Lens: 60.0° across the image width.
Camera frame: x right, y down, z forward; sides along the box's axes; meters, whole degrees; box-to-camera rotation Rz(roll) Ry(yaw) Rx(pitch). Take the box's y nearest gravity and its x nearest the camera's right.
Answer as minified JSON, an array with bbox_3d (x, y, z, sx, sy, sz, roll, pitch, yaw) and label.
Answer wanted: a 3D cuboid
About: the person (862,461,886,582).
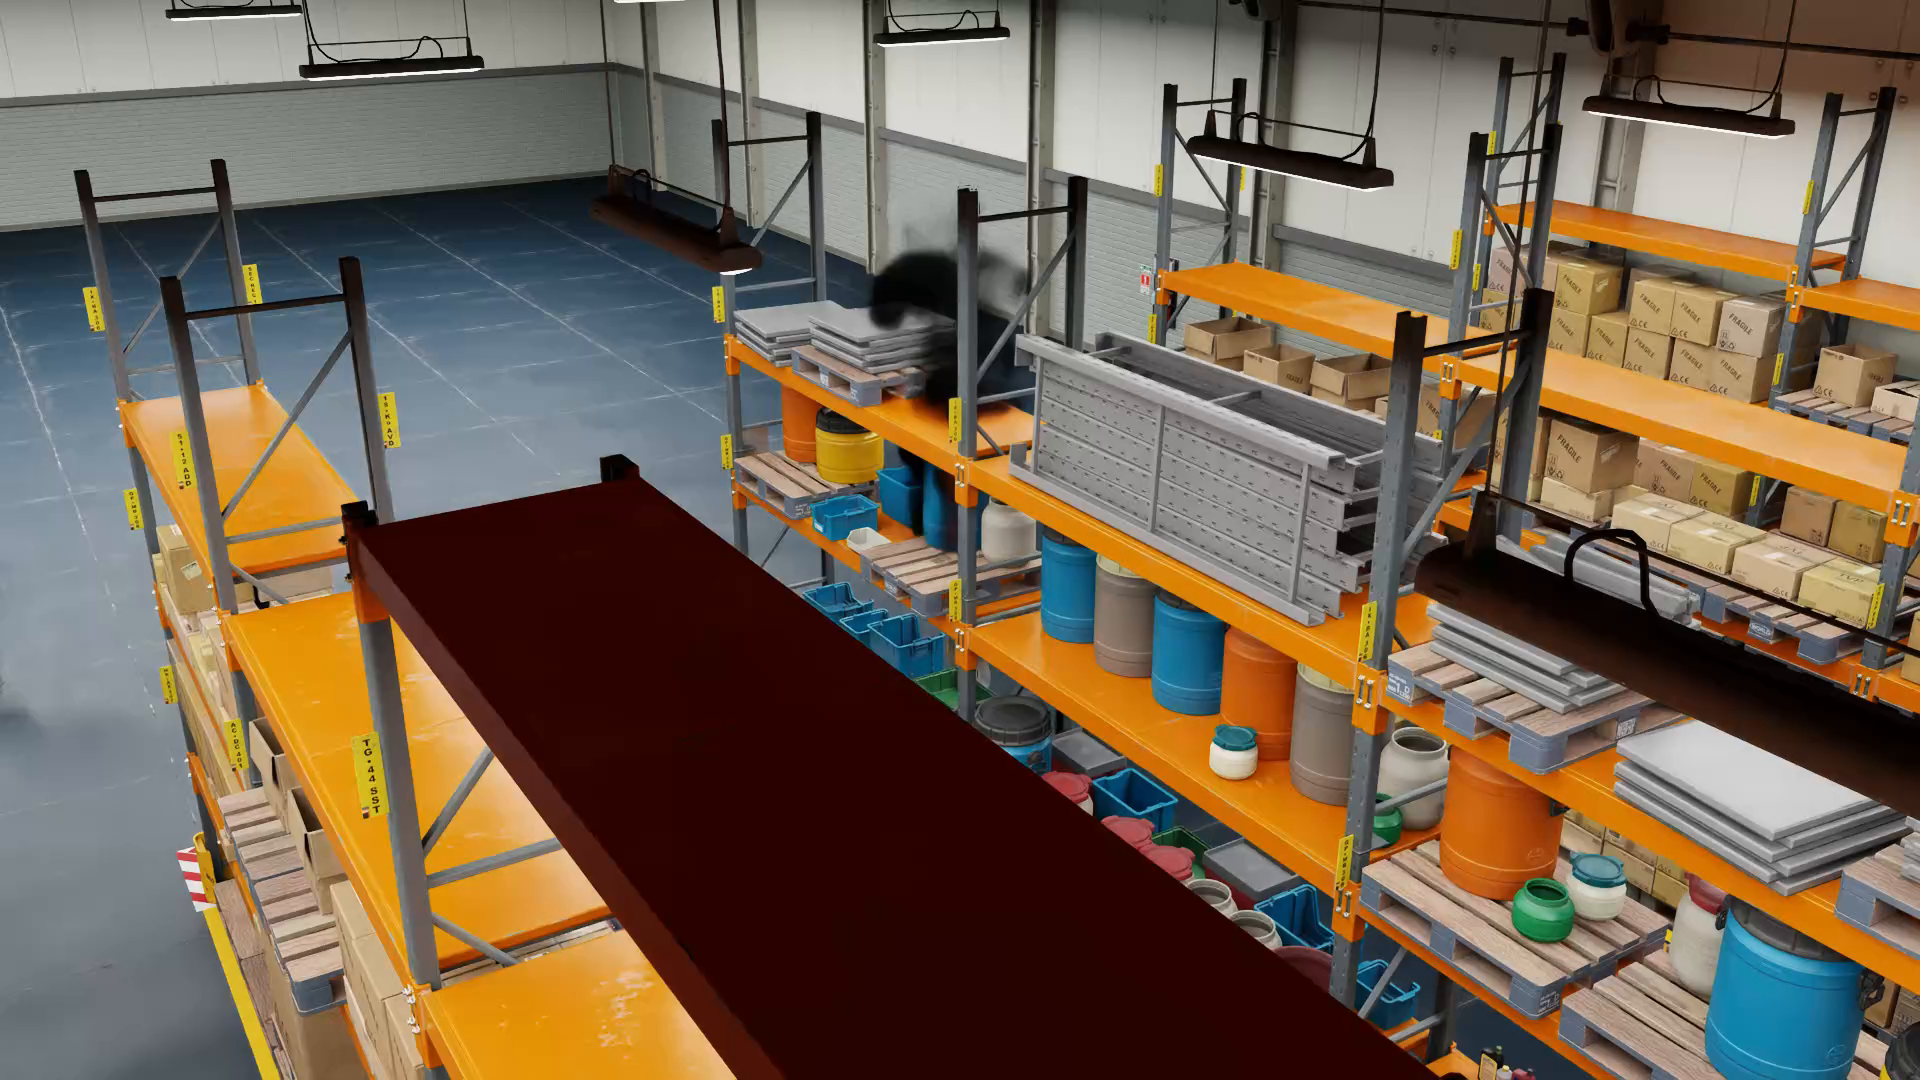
[{"bbox_3d":[-0.860,-0.230,19.872,0.674,1.596,0.540,1,22,3],"label":"person"}]

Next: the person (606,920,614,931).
[{"bbox_3d":[-2.779,2.338,12.550,0.586,1.670,0.848,-15,26,-33],"label":"person"}]

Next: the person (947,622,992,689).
[{"bbox_3d":[0.074,0.844,16.308,0.563,1.723,0.572,-14,26,-32],"label":"person"}]
